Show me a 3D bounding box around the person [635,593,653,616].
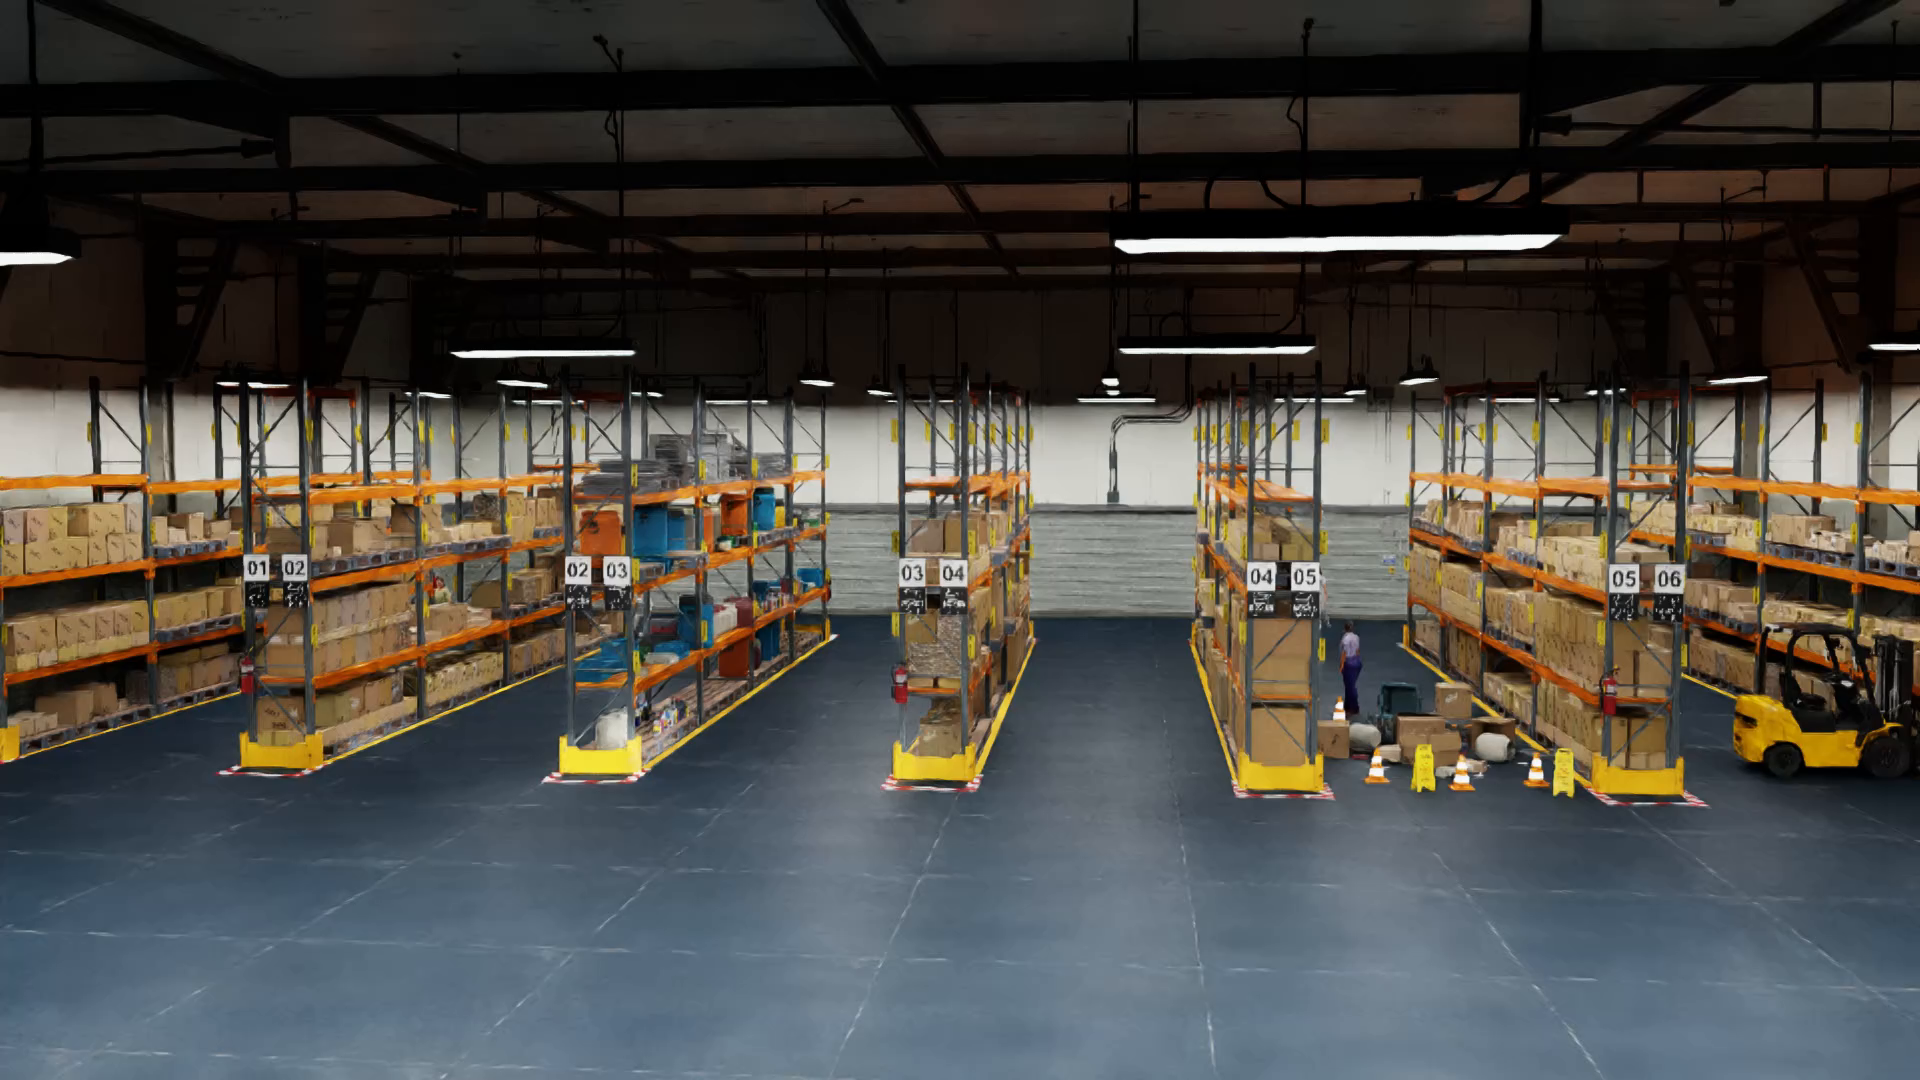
[{"bbox_3d":[-7.416,1.858,38.727,0.564,1.335,0.453,0,4,3],"label":"person"}]

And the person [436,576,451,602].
[{"bbox_3d":[-12.259,1.664,39.399,0.458,1.612,1.019,0,4,4],"label":"person"}]

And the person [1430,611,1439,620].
[{"bbox_3d":[11.561,1.551,40.219,0.425,1.721,0.646,-2,4,-26],"label":"person"}]

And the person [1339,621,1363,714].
[{"bbox_3d":[6.940,2.266,29.755,0.554,1.632,0.598,3,5,38],"label":"person"}]

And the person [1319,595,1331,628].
[{"bbox_3d":[9.282,1.770,42.697,0.444,0.997,0.535,3,5,42],"label":"person"}]
